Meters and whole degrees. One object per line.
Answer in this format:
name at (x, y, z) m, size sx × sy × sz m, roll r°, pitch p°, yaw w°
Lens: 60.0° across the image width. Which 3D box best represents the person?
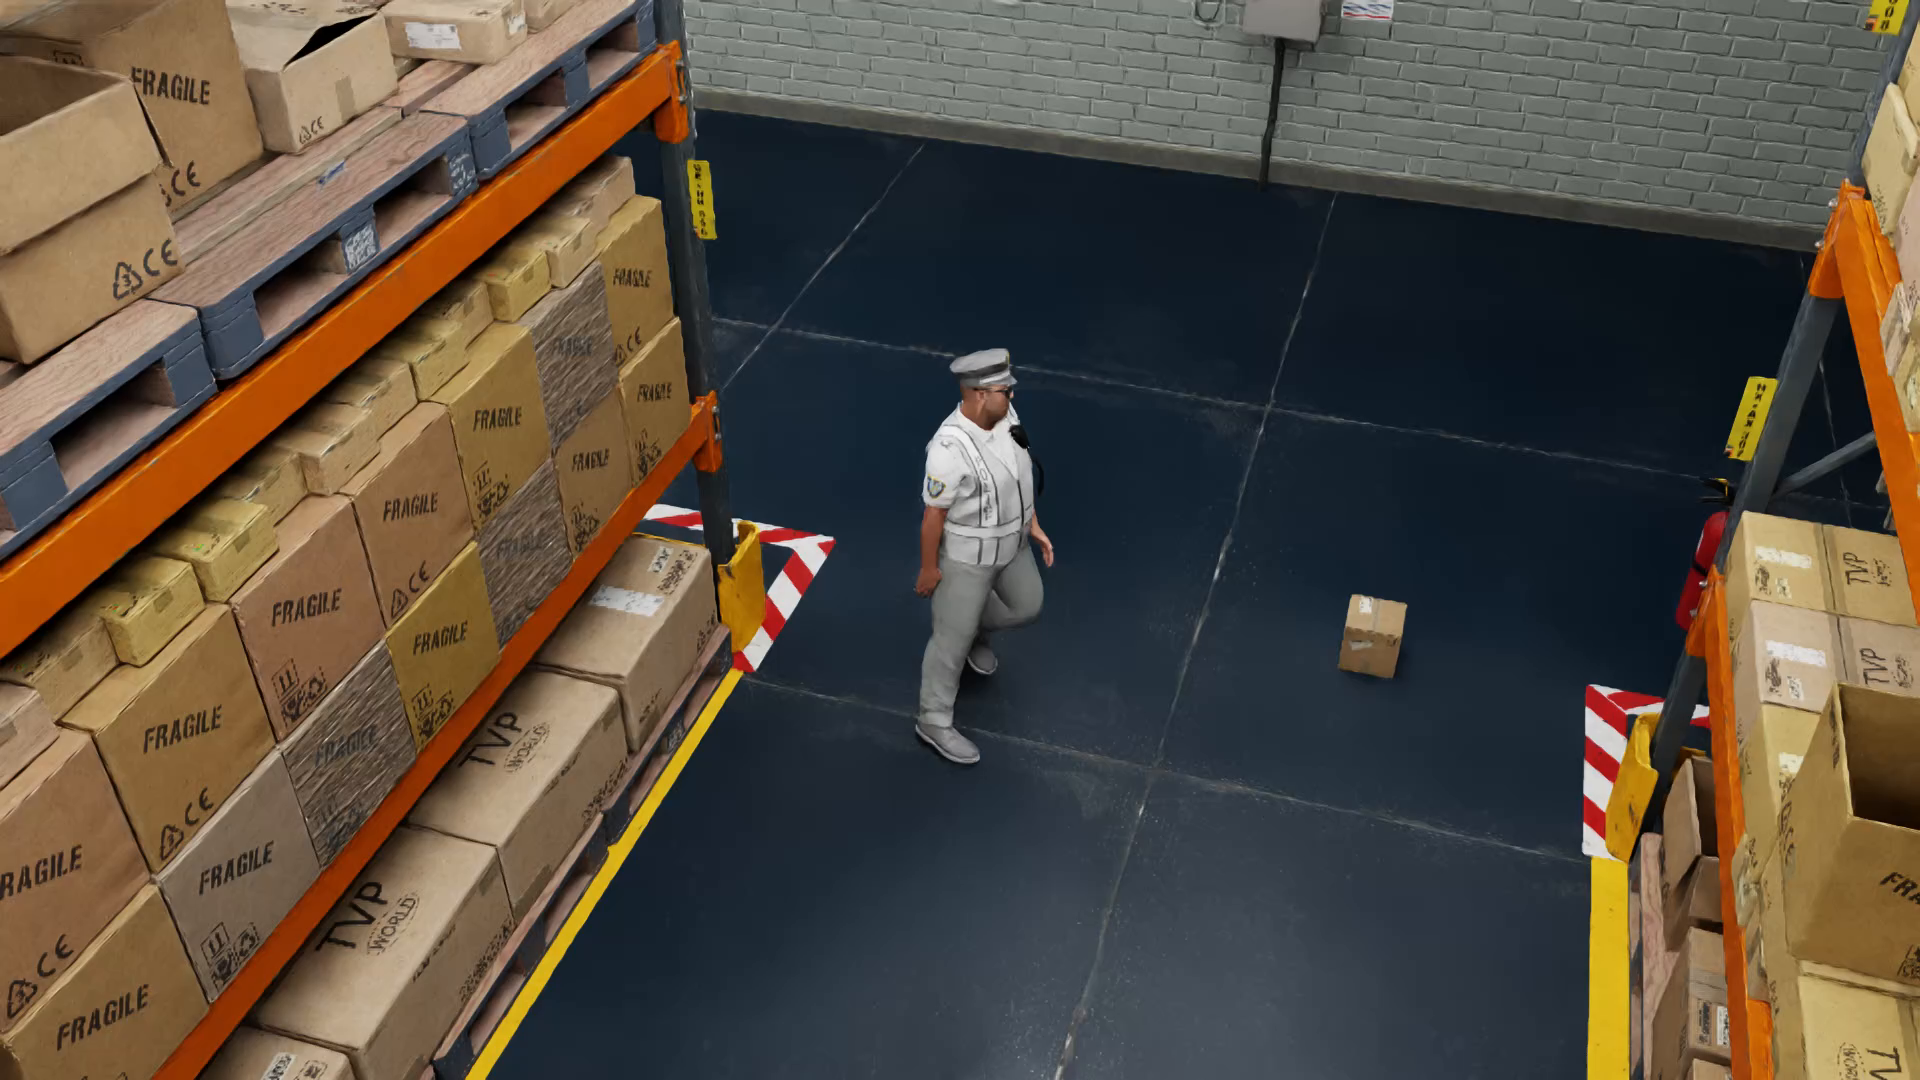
person at (0.048, 0.043, 6.831) m, size 0.554 × 1.740 × 0.691 m, roll 20°, pitch 41°, yaw 25°
